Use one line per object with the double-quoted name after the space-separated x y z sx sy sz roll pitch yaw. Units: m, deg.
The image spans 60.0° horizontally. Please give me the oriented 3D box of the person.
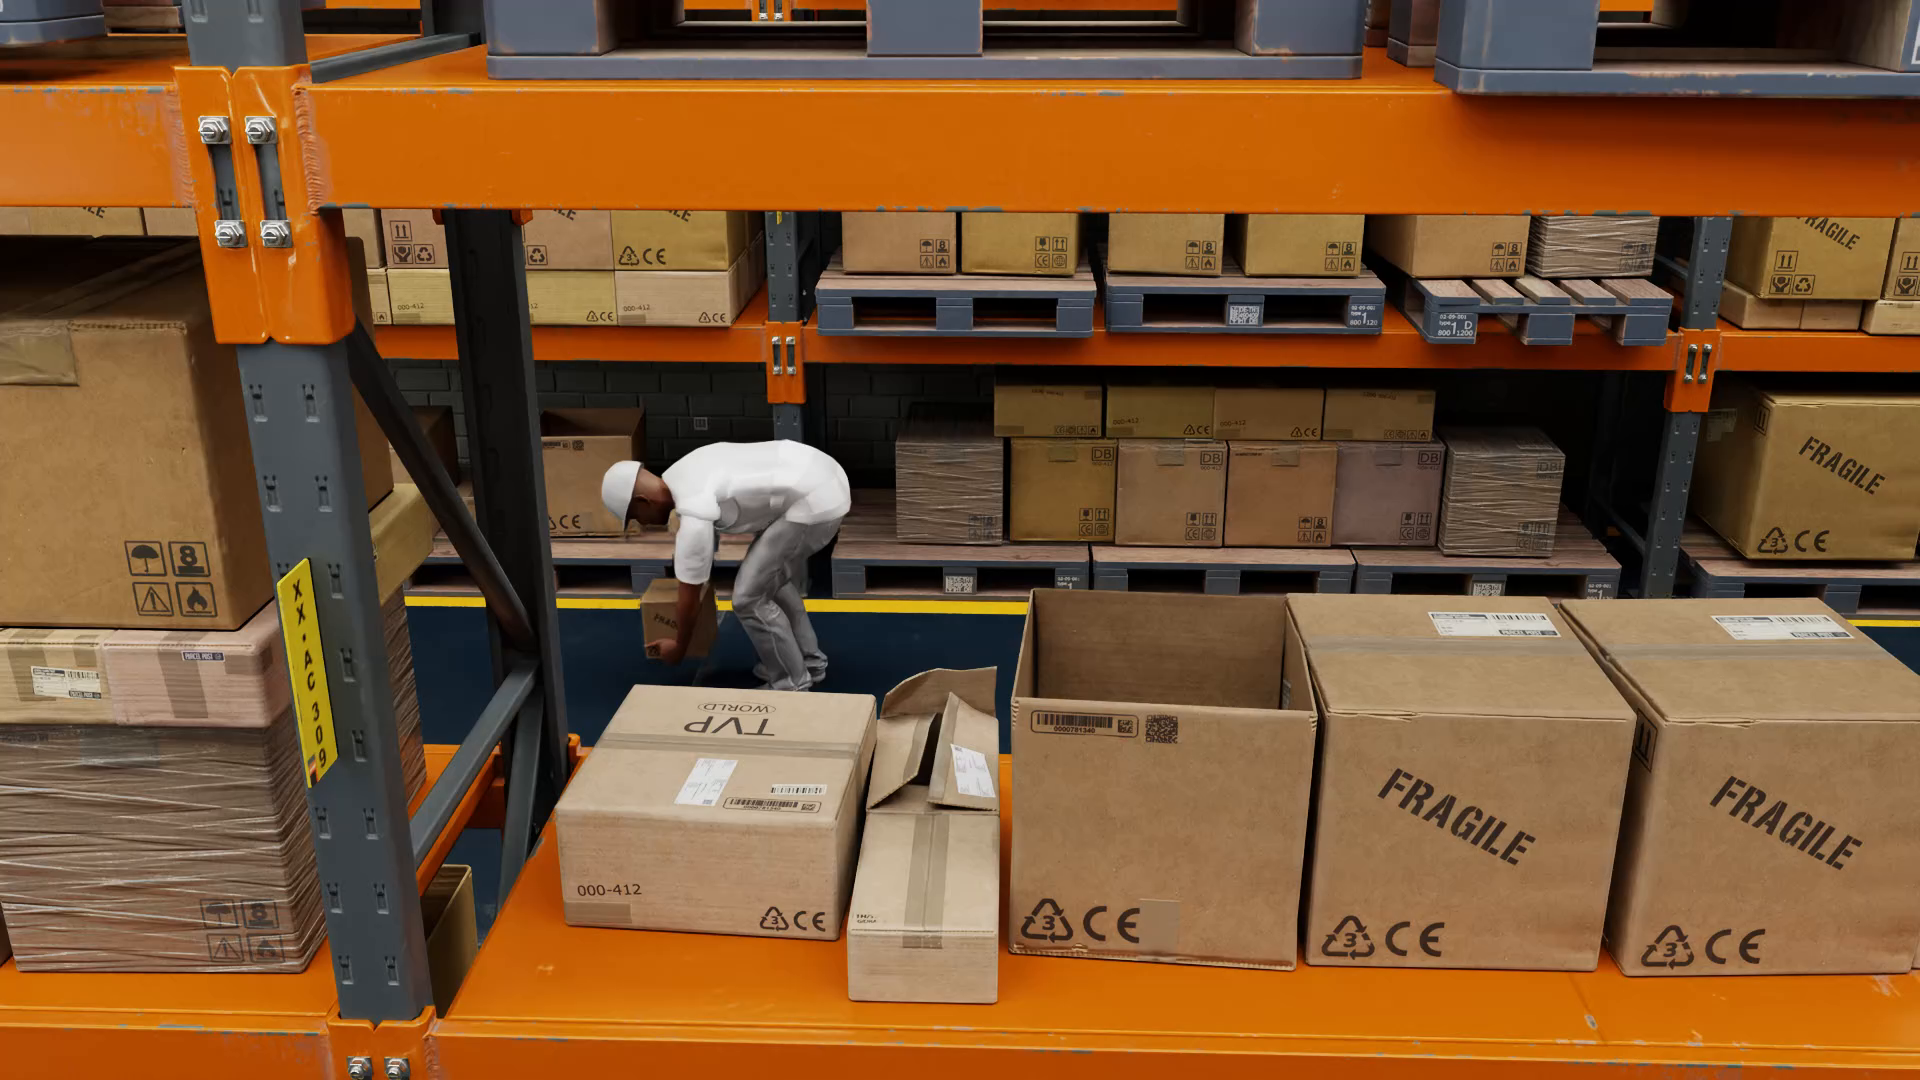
-0.922 0.133 6.681 0.982 1.065 0.489 0 21 -1 "person"
